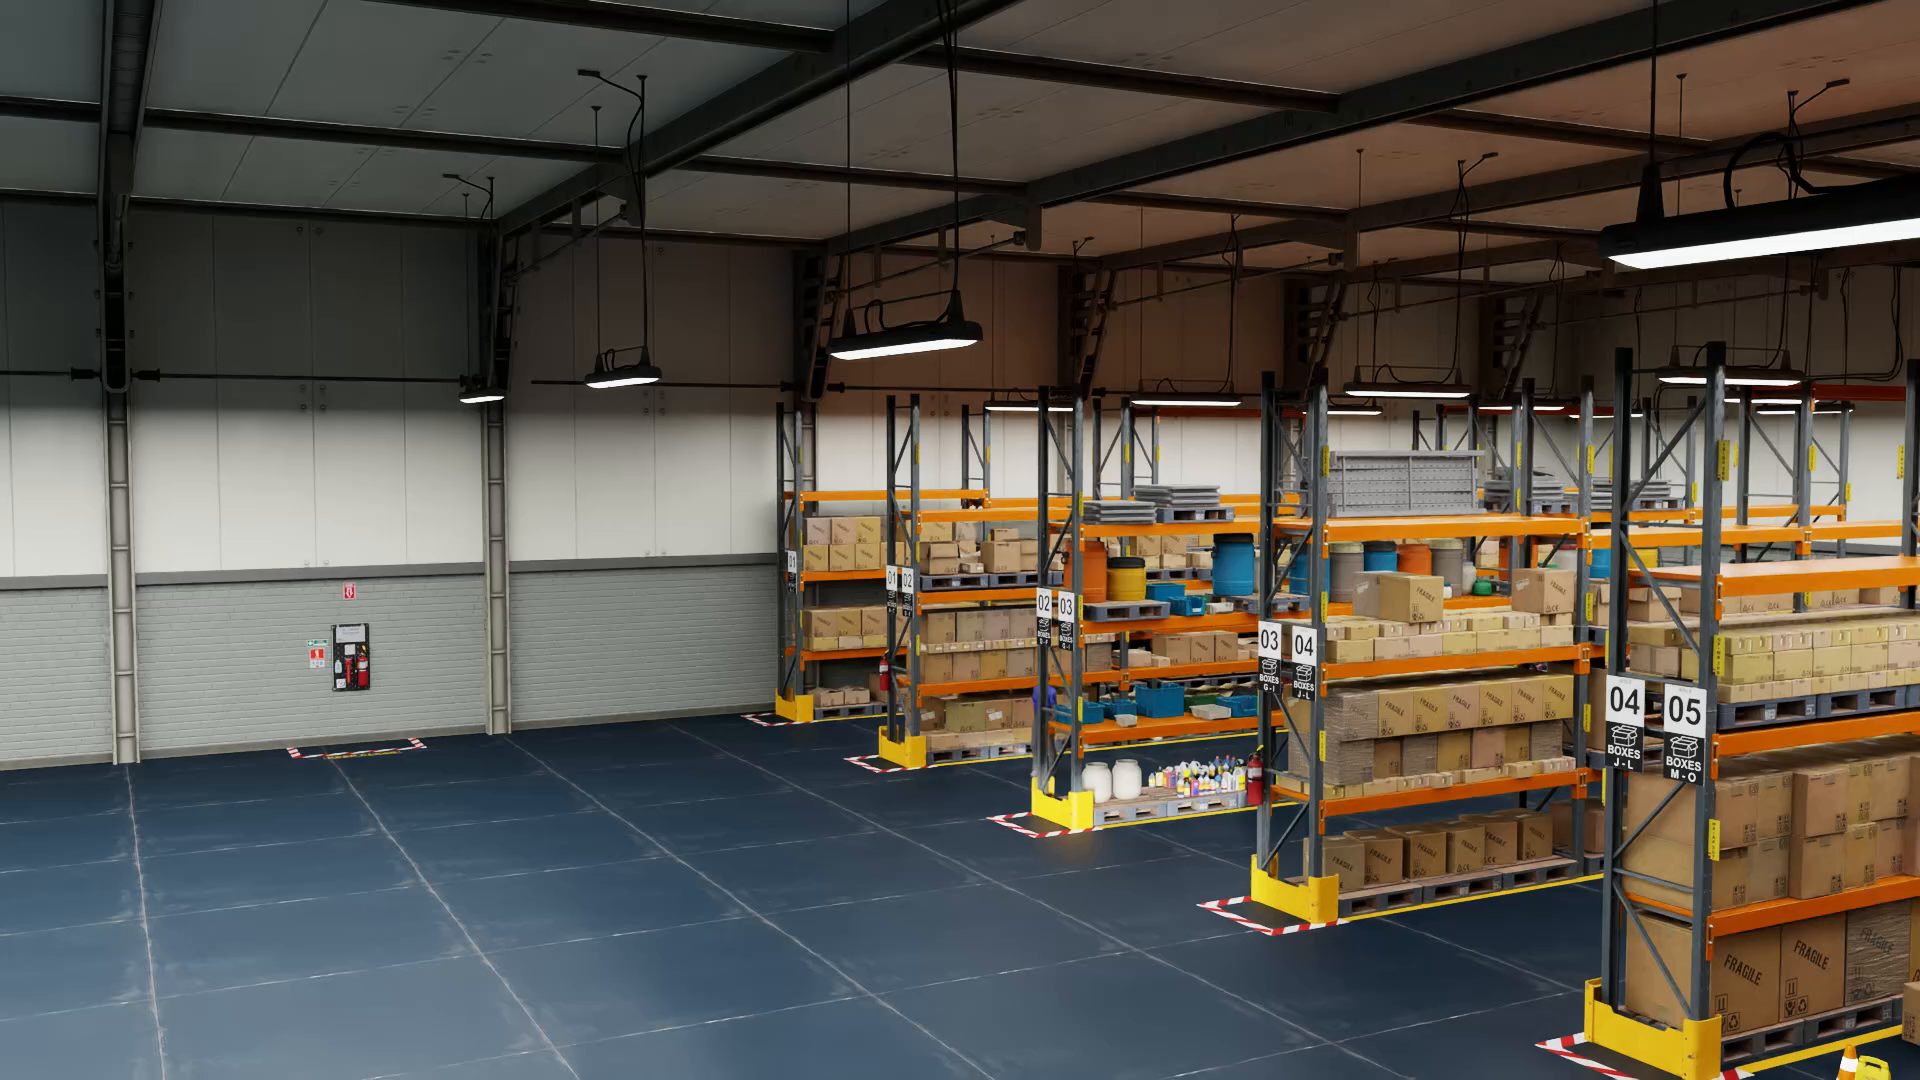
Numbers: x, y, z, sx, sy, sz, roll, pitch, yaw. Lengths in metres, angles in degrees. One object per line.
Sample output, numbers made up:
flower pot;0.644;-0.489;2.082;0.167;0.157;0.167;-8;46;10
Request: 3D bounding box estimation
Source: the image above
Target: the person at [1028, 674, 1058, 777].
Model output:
person;1.333;2.888;26.018;0.498;1.725;0.482;3;4;42
